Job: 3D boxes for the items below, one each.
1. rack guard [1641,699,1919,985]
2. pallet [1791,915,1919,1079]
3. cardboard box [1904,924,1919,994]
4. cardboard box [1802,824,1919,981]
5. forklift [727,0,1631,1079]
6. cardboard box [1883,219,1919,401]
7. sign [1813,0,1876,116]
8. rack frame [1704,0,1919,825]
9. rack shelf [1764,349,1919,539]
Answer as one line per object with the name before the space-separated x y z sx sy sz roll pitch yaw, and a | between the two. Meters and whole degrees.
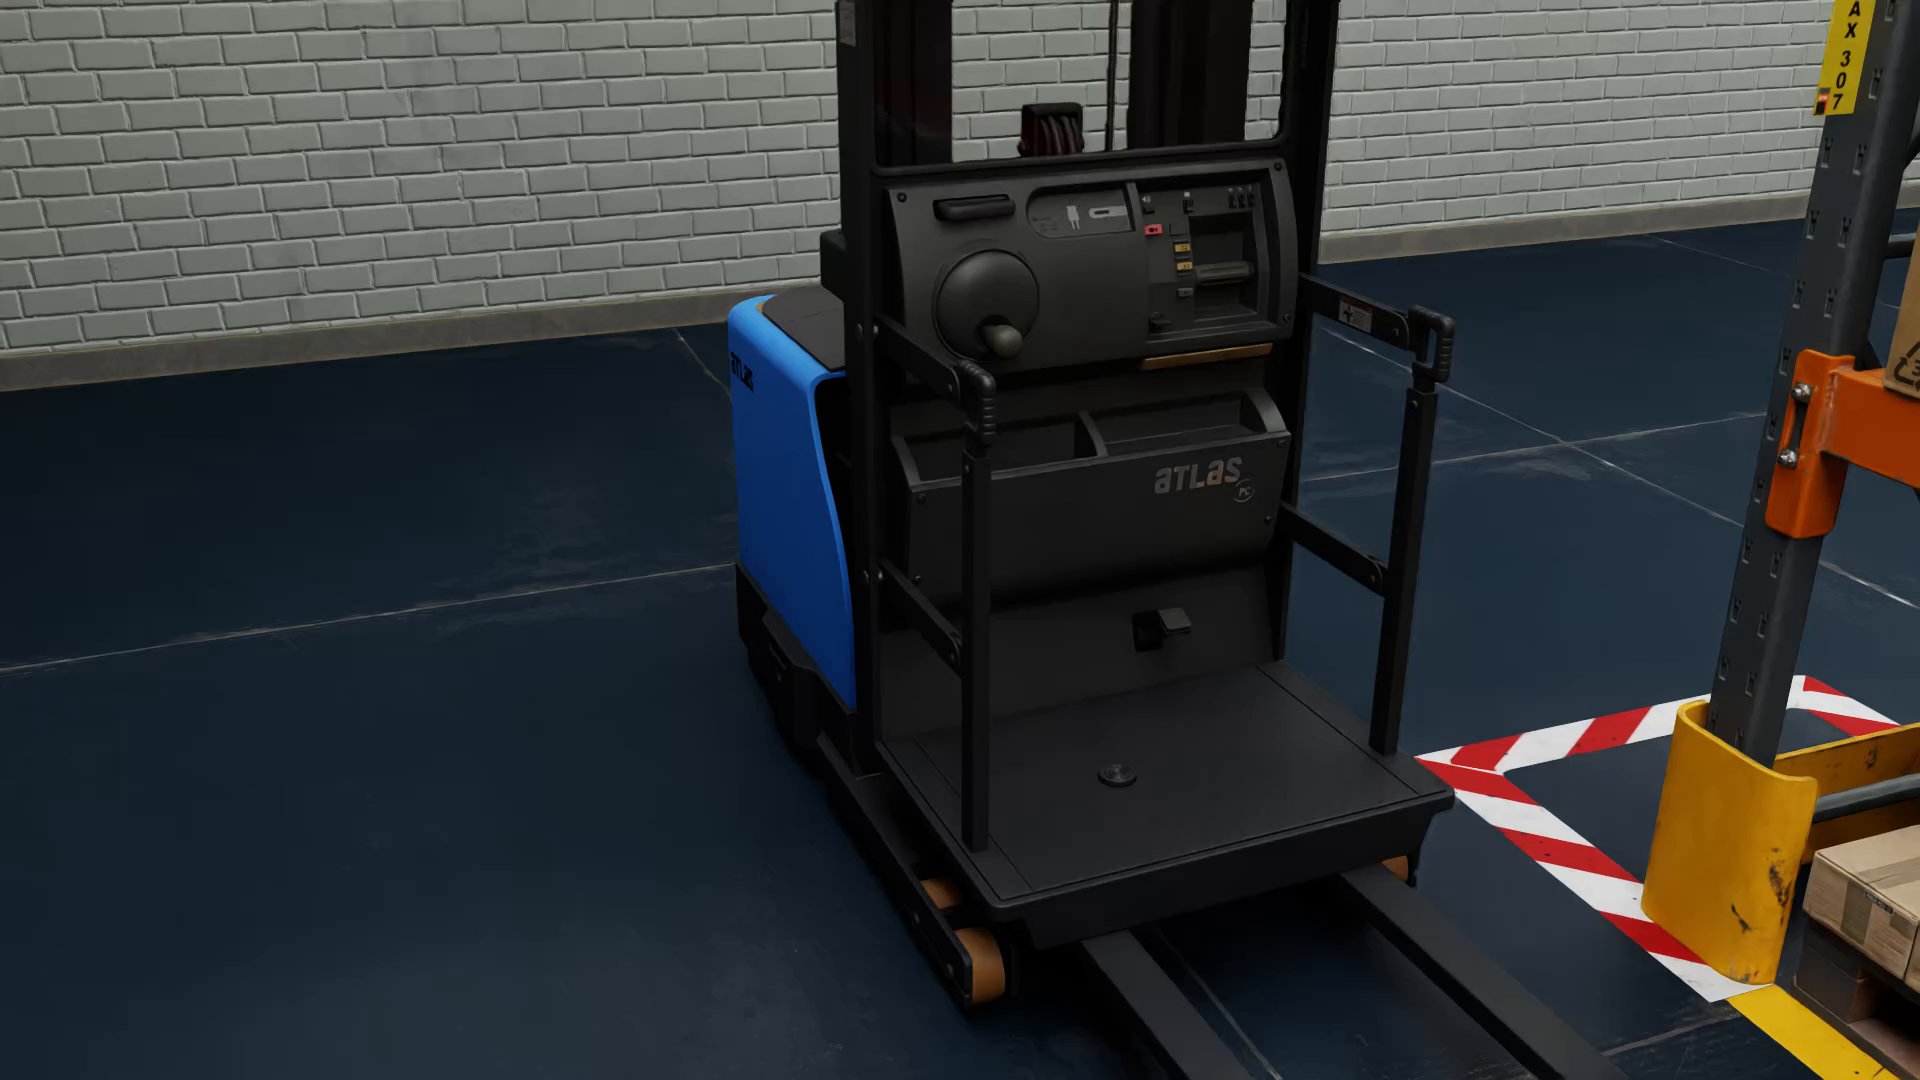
rack guard | 2.132 0.576 3.739 1.175 0.500 0.348 -8 24 -19
pallet | 2.414 0.999 3.109 1.003 0.211 1.213 -8 24 -19
cardboard box | 2.020 0.790 3.096 0.380 0.166 0.250 -8 24 -19
cardboard box | 1.931 0.707 3.315 0.380 0.149 0.250 -8 24 -19
forklift | 0.383 -0.571 3.330 1.130 2.935 3.031 -9 25 -21
cardboard box | 2.015 -0.452 2.832 0.500 0.500 0.500 -8 24 -18
sign | 1.597 -0.928 2.975 0.100 0.325 0.005 -8 24 -19
rack frame | 2.105 -0.603 3.319 1.000 3.000 0.127 -8 24 -19
rack shelf | 2.811 0.455 1.735 1.077 0.370 4.000 -8 24 -19
